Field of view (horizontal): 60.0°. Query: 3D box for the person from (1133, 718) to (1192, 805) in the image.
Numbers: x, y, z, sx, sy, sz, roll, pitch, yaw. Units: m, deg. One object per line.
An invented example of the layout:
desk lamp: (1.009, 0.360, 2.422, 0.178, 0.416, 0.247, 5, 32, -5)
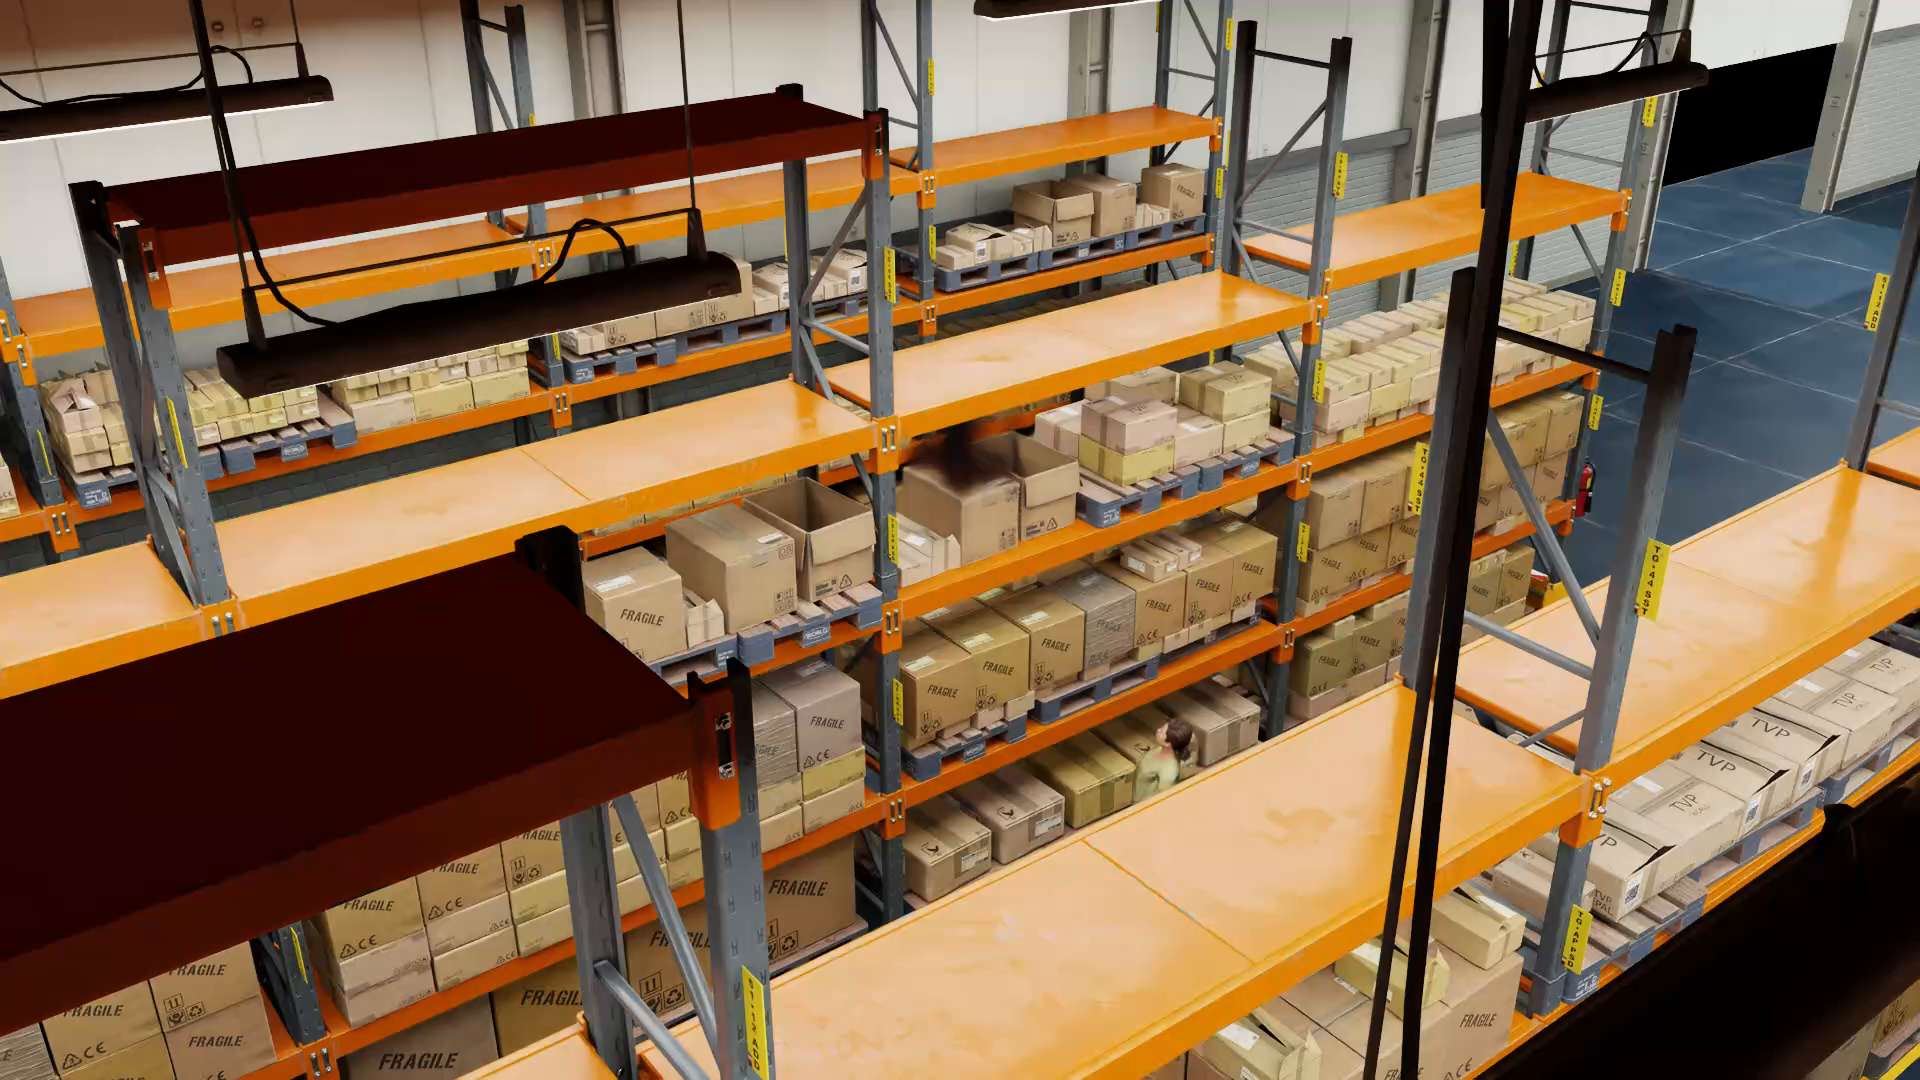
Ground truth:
person: (1.324, 1.939, 11.609, 0.505, 1.647, 0.533, -2, 26, -4)
